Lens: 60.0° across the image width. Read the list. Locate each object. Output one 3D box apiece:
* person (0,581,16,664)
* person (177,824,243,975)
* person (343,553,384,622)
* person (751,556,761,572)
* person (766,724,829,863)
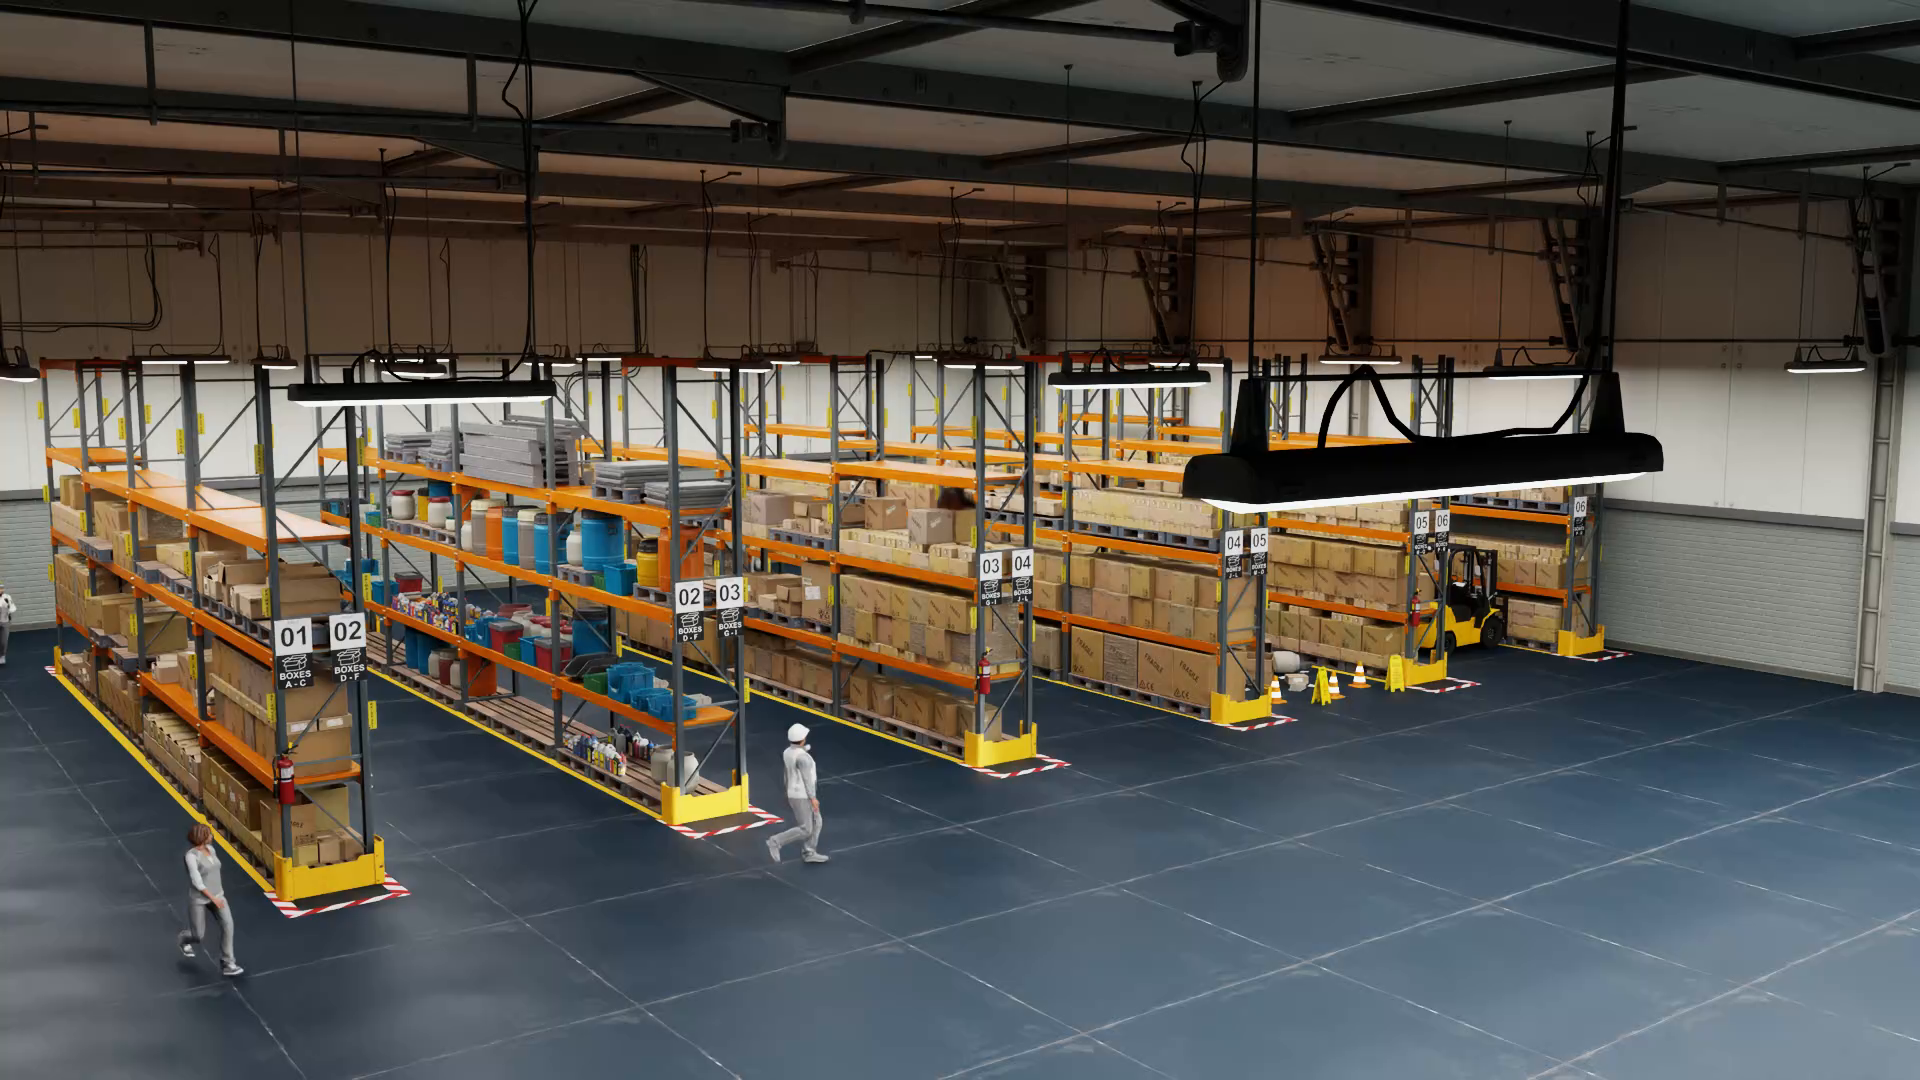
[{"bbox_3d":[-18.631,1.645,32.212,0.660,1.738,0.786,-6,9,-39],"label":"person"},{"bbox_3d":[-7.551,3.647,16.707,0.960,1.388,0.378,5,8,35],"label":"person"},{"bbox_3d":[-13.386,0.998,37.135,1.092,1.729,0.587,4,8,30],"label":"person"},{"bbox_3d":[-5.283,0.297,42.940,0.580,1.731,0.749,3,7,21],"label":"person"},{"bbox_3d":[-1.964,3.060,20.042,0.732,1.737,0.514,0,7,0],"label":"person"}]
